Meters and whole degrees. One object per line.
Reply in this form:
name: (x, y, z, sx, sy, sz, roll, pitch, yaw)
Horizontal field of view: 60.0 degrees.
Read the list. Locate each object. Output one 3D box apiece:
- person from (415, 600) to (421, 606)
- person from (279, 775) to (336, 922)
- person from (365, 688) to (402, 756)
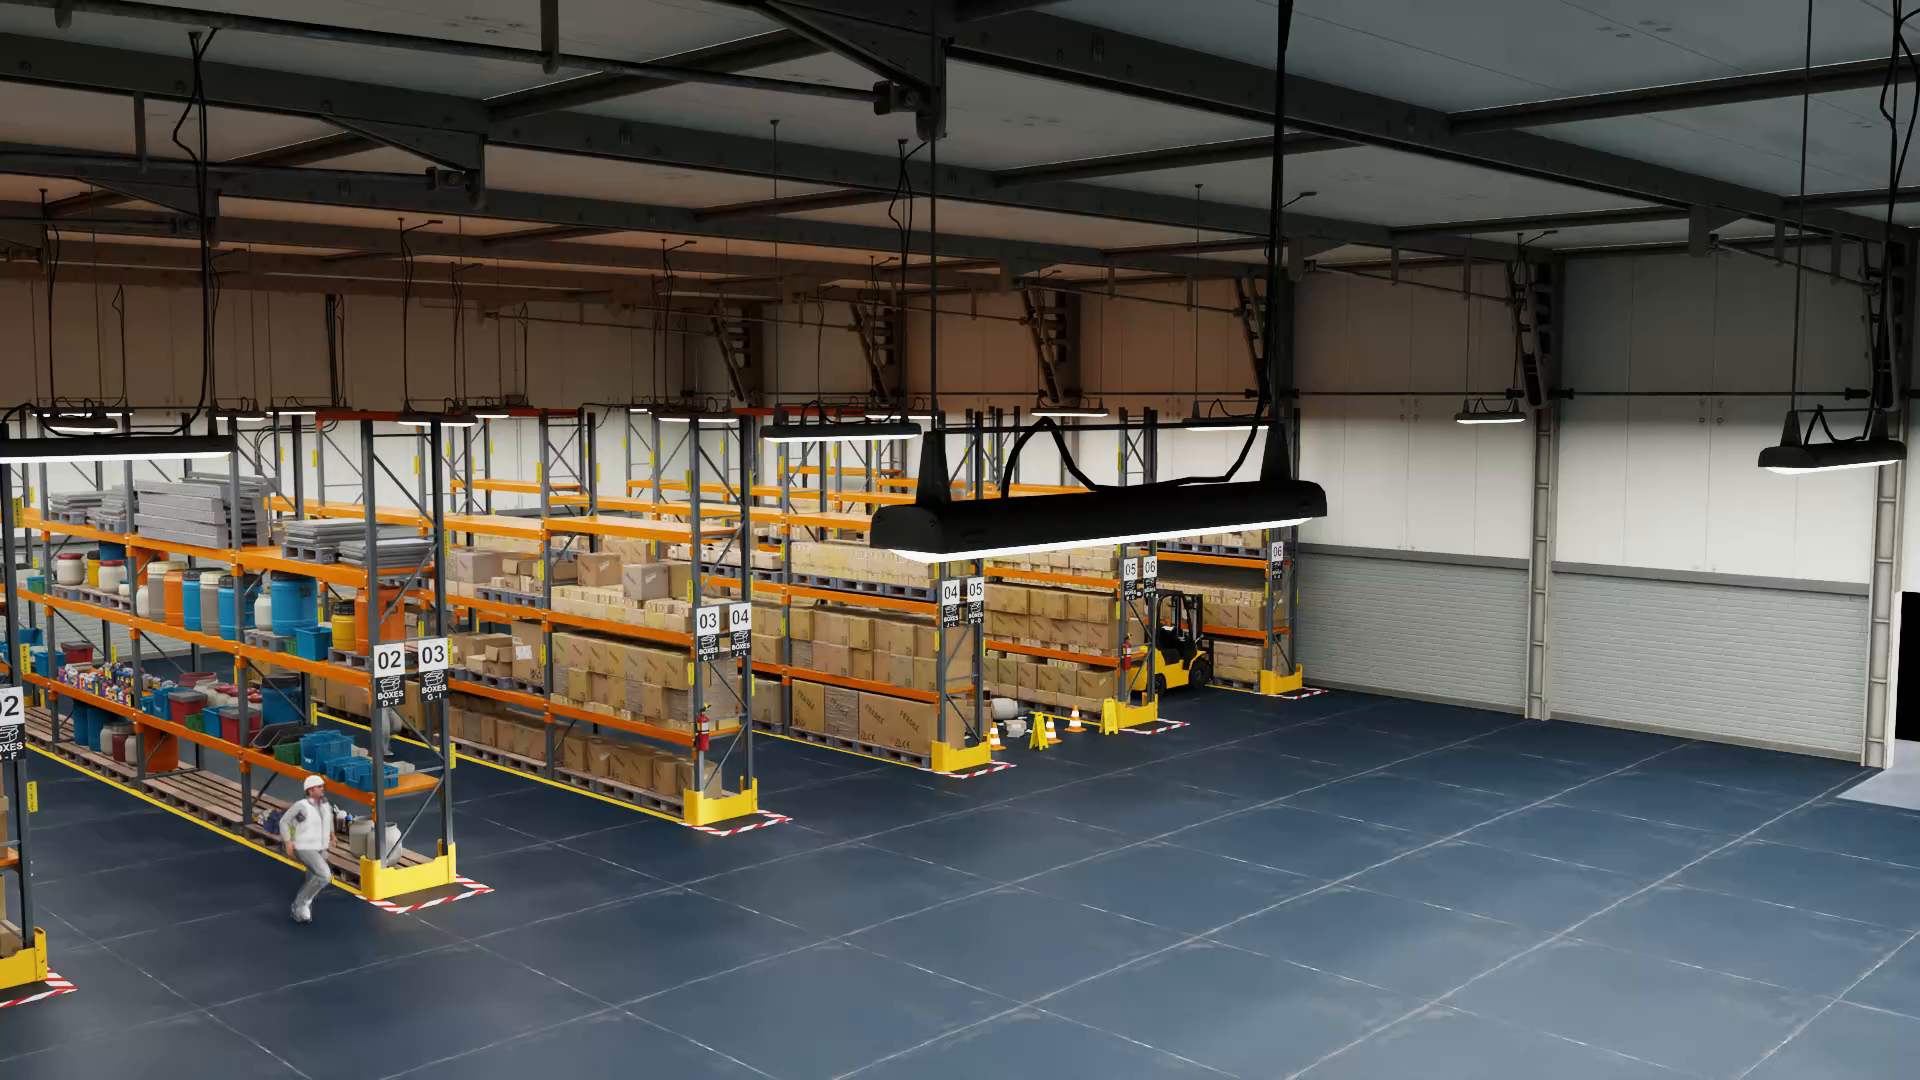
person: (-12.271, 2.179, 37.608, 0.695, 1.624, 0.878, -3, 6, -29)
person: (-7.745, 3.696, 20.006, 0.611, 1.710, 0.656, 2, 5, 21)
person: (-10.042, 2.891, 29.045, 0.622, 1.732, 0.659, 4, 6, 39)
